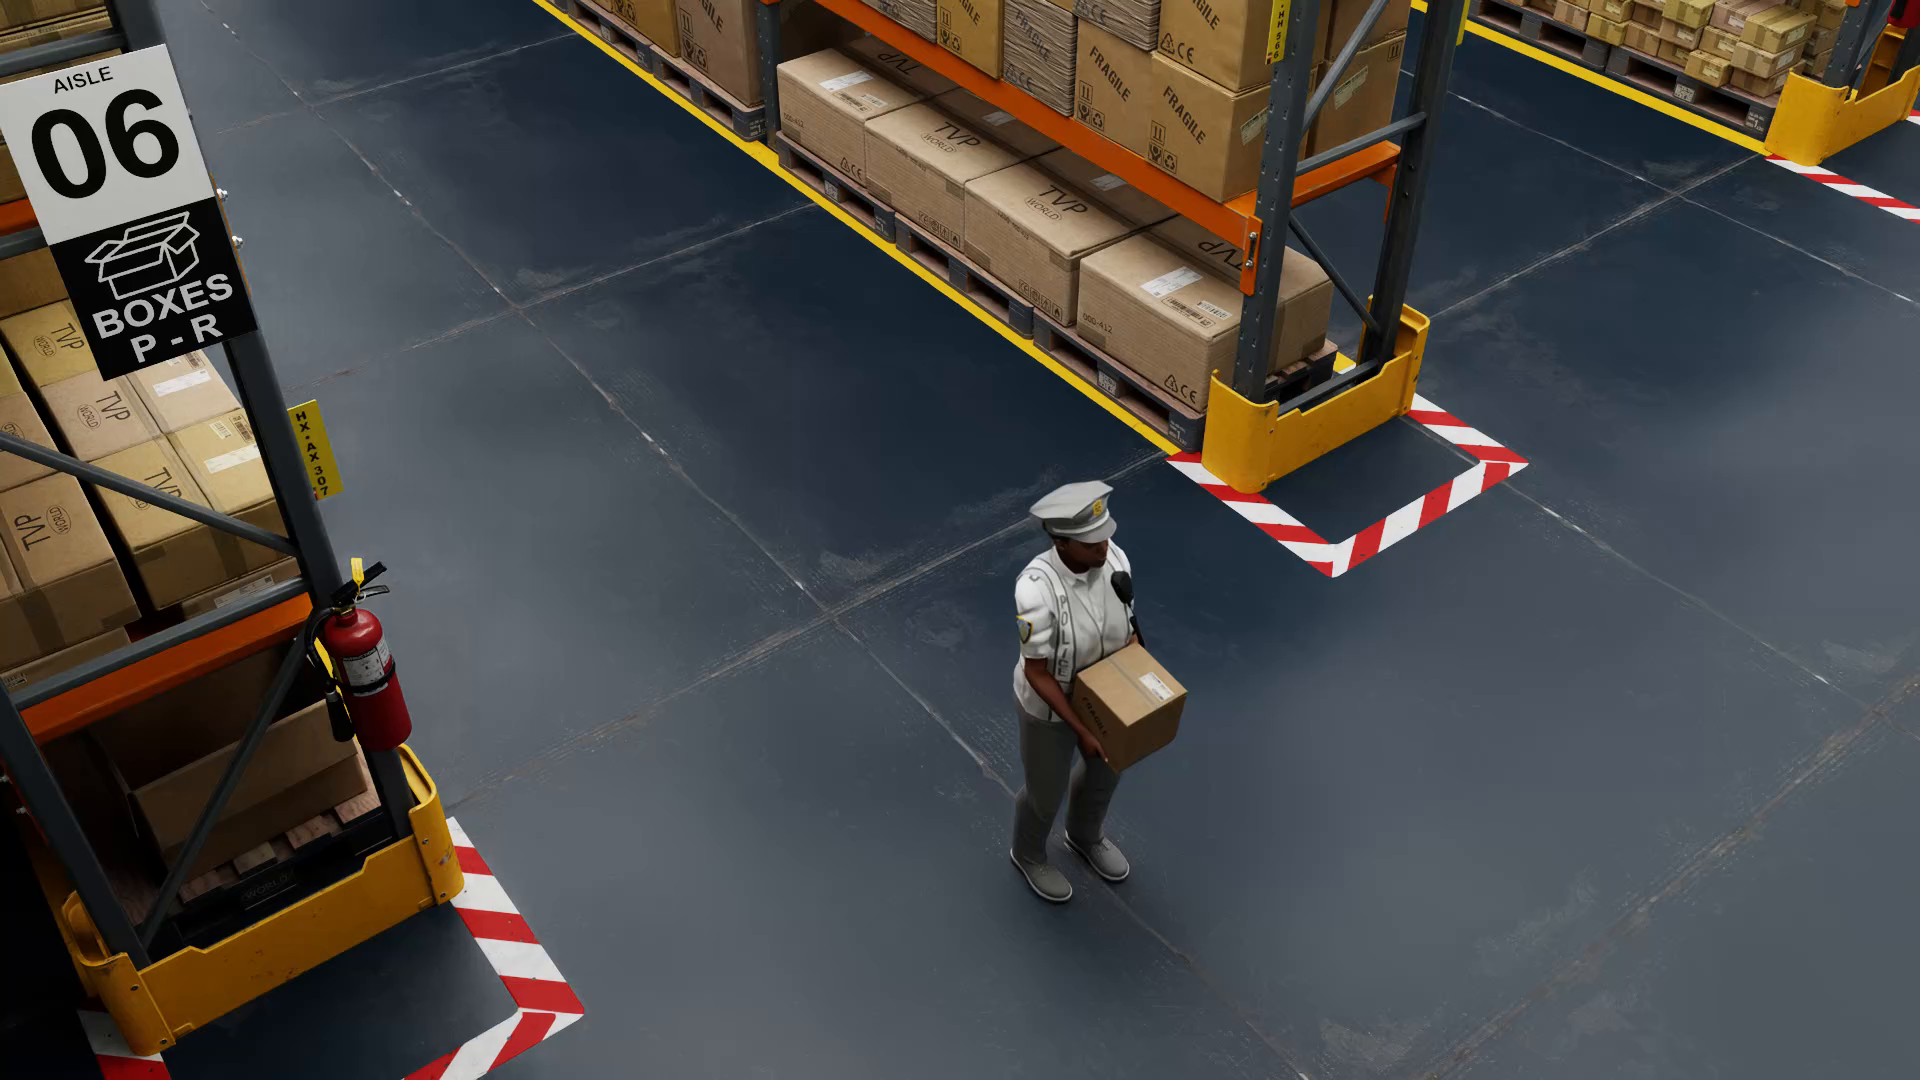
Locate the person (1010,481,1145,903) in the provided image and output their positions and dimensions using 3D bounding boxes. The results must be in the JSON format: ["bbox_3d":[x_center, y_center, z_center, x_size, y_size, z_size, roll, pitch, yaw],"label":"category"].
[{"bbox_3d":[0.418,0.552,5.495,0.451,1.690,0.518,-26,47,-27],"label":"person"}]
